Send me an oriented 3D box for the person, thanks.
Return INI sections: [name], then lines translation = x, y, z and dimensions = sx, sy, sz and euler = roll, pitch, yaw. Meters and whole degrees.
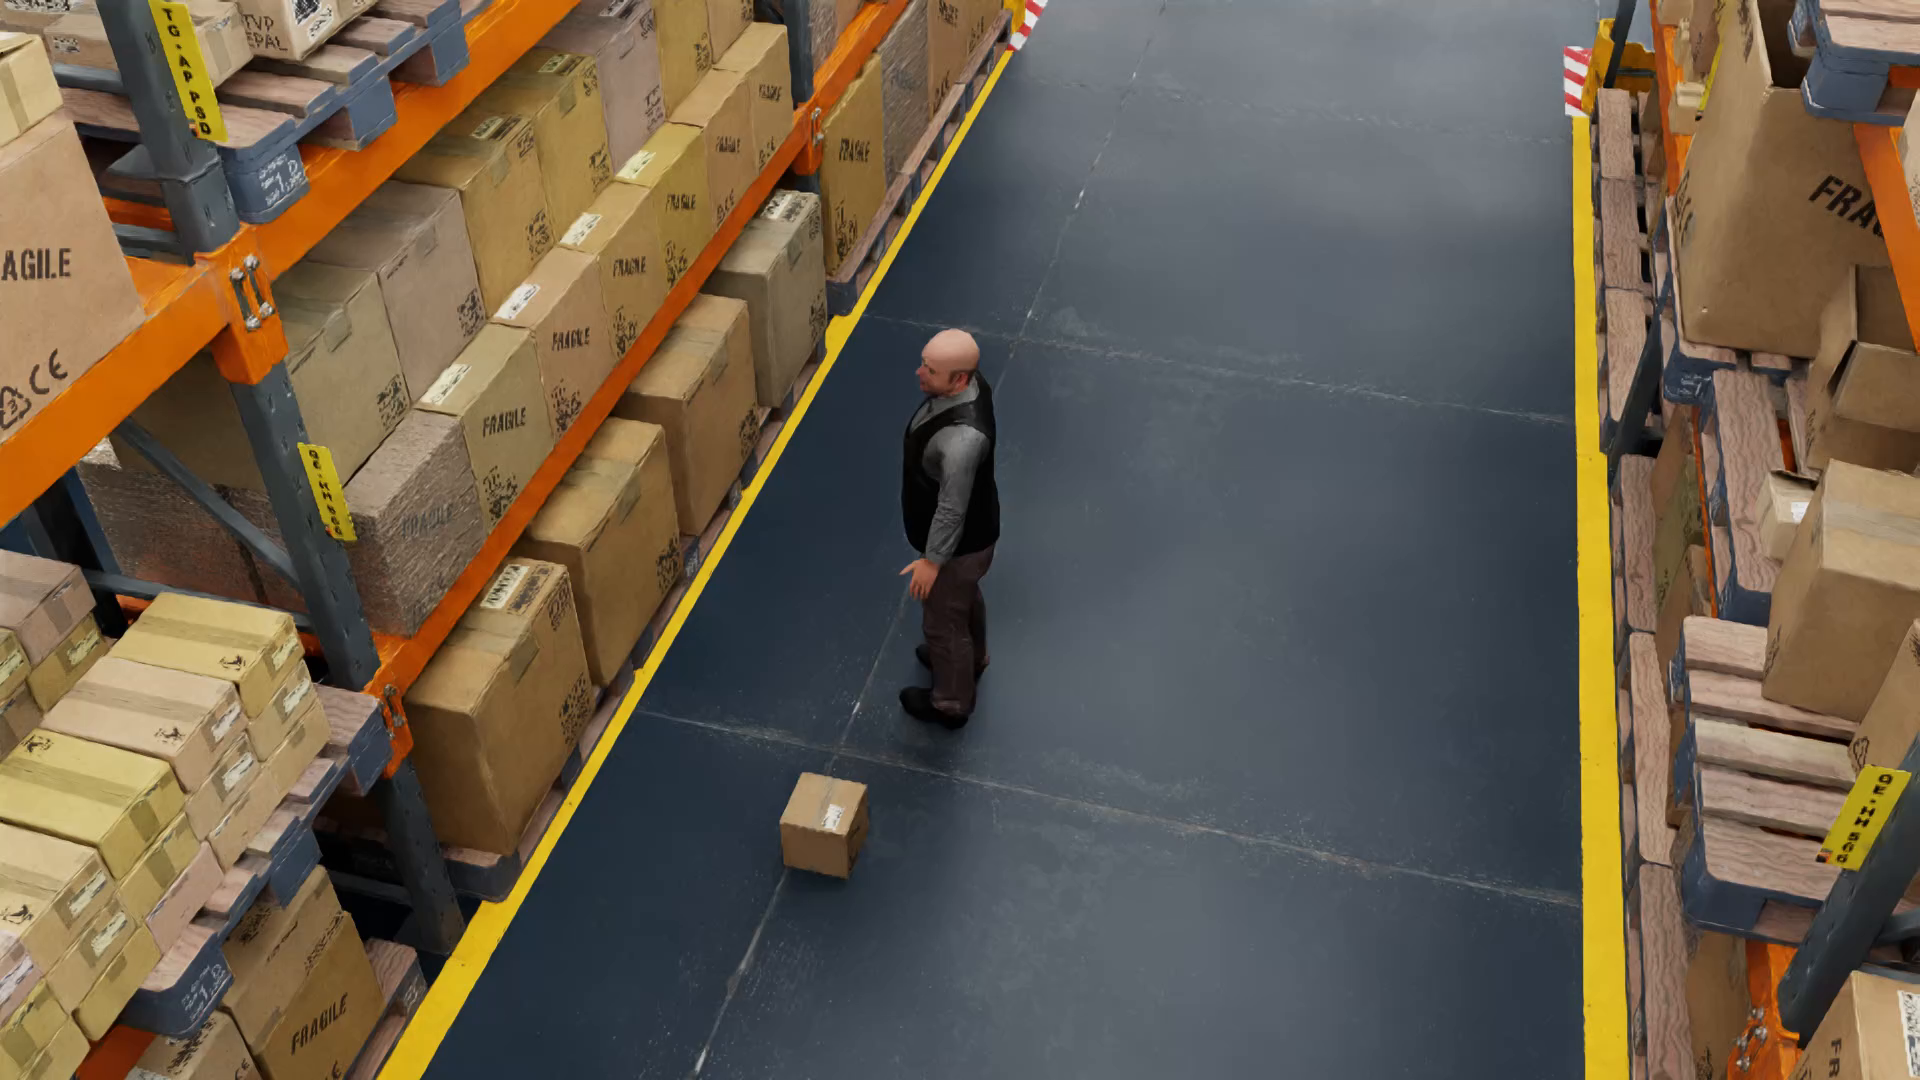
[person]
translation = -0.044, -0.037, 6.184
dimensions = 0.390, 1.732, 0.582
euler = 2, 41, 2
